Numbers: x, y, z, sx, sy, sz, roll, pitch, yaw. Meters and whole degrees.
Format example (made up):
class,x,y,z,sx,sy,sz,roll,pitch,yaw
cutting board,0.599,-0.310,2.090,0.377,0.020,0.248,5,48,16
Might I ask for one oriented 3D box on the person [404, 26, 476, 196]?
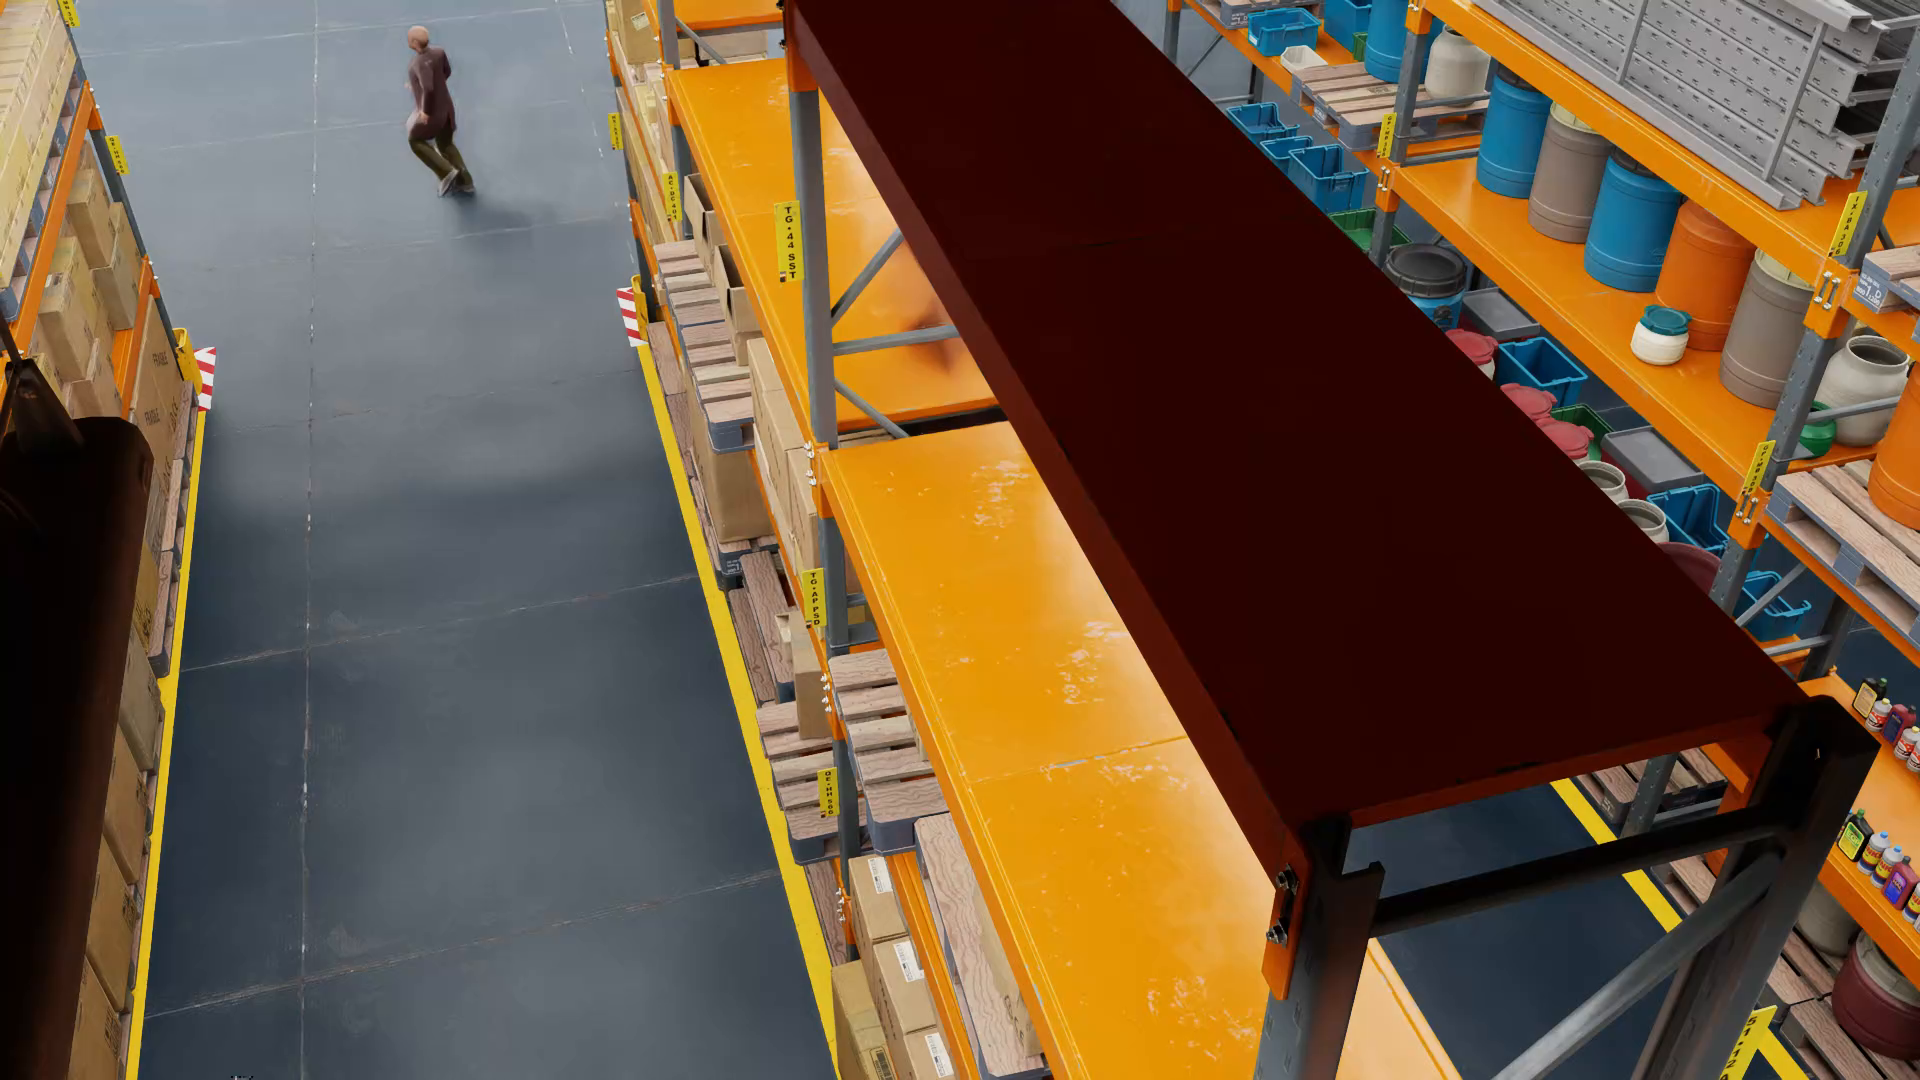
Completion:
class,x,y,z,sx,sy,sz,roll,pitch,yaw
person,-5.385,-4.374,16.935,0.696,1.757,0.710,12,40,15

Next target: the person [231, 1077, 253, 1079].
class,x,y,z,sx,sy,sz,roll,pitch,yaw
person,-3.173,2.957,7.726,0.650,1.688,0.602,-12,40,-14
